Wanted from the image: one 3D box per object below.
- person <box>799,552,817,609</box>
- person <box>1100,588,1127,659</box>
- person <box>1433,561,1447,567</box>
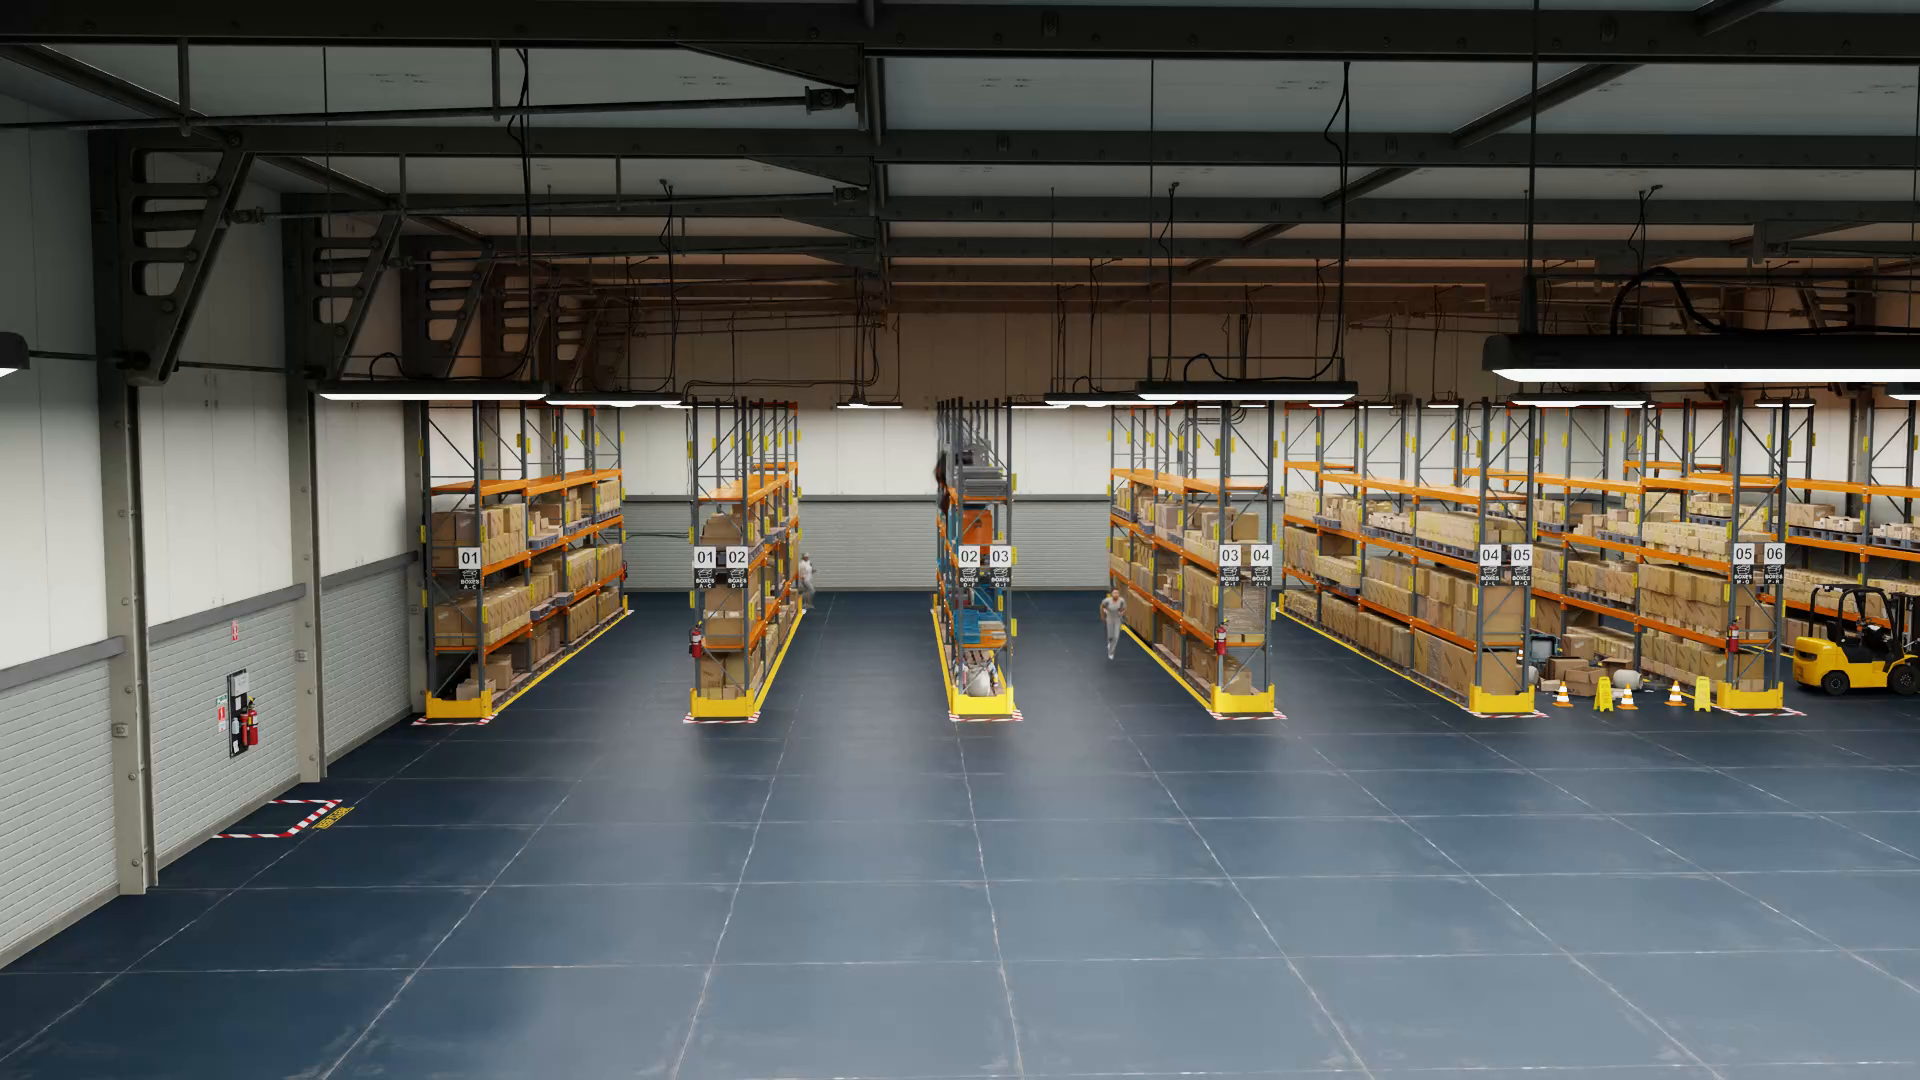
[{"bbox_3d":[-4.463,1.185,48.185,0.678,1.711,0.603,1,5,19],"label":"person"},{"bbox_3d":[3.385,1.827,36.667,0.554,1.597,0.688,0,4,-6],"label":"person"},{"bbox_3d":[14.704,0.936,50.924,0.762,1.784,0.625,-2,5,-24],"label":"person"}]
